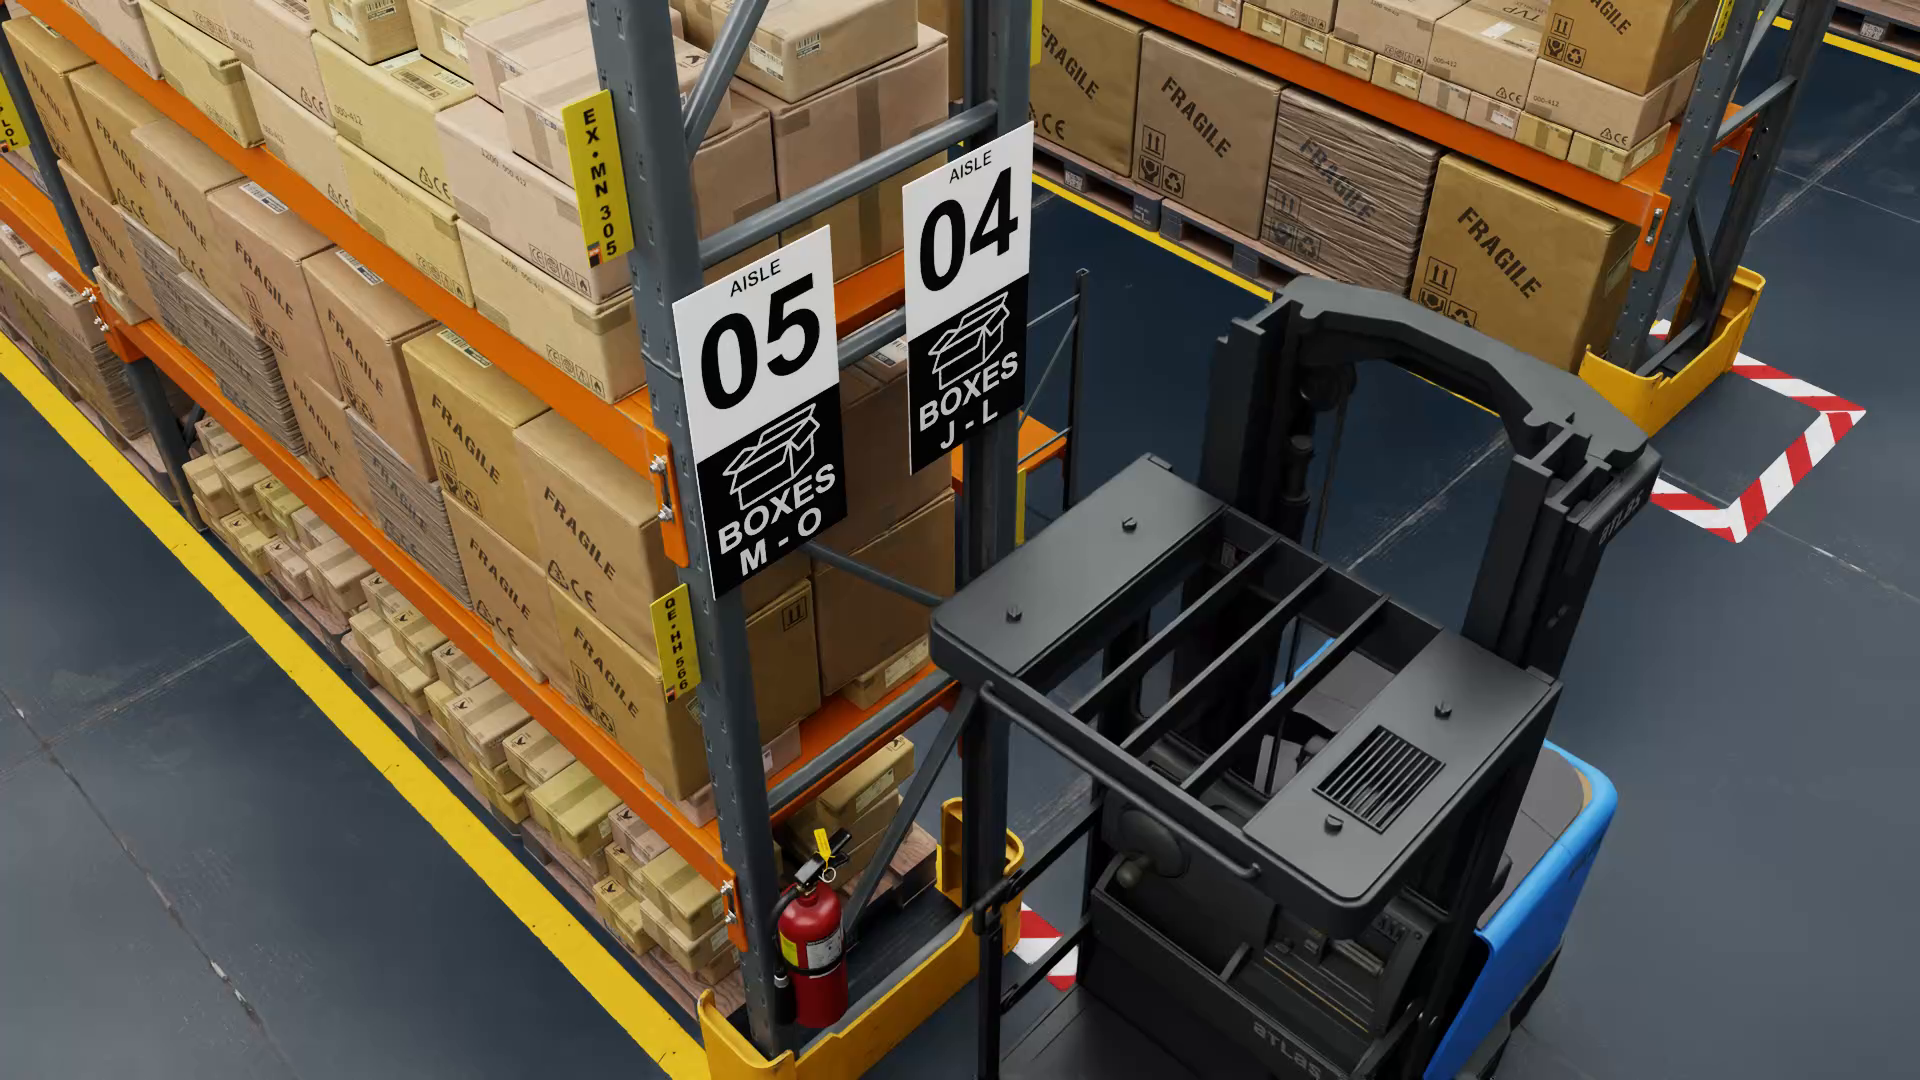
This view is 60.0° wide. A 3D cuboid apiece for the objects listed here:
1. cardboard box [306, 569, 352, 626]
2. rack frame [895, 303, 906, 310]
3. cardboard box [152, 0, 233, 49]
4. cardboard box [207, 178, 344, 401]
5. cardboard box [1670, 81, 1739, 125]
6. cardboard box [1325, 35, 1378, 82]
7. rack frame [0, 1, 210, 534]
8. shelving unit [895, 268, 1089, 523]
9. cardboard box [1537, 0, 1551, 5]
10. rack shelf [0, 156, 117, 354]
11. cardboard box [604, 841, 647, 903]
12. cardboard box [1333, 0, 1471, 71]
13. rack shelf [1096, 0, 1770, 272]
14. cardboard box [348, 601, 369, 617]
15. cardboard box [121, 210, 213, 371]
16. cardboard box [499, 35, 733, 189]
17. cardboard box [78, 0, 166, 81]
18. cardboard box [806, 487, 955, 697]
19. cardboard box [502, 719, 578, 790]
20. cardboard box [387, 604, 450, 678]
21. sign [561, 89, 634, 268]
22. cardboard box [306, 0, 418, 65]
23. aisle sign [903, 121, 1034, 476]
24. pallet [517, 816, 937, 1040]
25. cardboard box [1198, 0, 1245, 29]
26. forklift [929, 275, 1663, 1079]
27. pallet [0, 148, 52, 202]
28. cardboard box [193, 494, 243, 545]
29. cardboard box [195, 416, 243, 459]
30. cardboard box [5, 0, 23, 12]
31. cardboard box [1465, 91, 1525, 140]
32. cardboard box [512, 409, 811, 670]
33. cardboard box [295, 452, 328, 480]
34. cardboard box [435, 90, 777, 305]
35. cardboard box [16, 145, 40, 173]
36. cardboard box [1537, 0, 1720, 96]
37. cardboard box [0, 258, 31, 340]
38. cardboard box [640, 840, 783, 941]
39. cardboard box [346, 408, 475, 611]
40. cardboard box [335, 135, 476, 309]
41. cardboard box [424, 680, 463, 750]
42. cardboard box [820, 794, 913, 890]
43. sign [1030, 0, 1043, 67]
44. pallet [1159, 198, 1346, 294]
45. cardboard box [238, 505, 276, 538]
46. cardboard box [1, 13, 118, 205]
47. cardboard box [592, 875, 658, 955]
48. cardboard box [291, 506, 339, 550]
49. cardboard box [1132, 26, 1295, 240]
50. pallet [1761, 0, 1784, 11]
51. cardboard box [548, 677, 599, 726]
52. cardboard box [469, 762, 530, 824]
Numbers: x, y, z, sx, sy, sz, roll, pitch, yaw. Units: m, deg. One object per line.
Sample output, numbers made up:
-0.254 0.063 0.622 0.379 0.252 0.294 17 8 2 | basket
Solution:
-2.423 0.145 6.791 0.250 0.149 0.380 33 52 31 | cardboard box
-0.419 -0.836 7.167 0.500 1.500 0.032 -34 53 -31 | rack frame
-1.818 -1.545 4.361 0.500 0.250 0.500 32 51 30 | cardboard box
-1.849 -0.830 5.026 0.500 0.500 0.500 32 52 30 | cardboard box
3.324 -2.040 7.550 0.380 0.149 0.250 -33 52 -31 | cardboard box
1.950 -2.339 7.873 0.380 0.149 0.250 -34 52 -31 | cardboard box
-3.067 -1.397 6.669 1.000 3.000 0.127 -34 53 -31 | rack frame
-0.054 -0.587 6.898 0.587 1.500 1.083 -34 53 -31 | shelving unit
2.821 -2.464 7.715 0.500 0.250 0.500 34 52 31 | cardboard box
-4.480 -2.094 7.953 1.077 0.370 4.000 -34 53 -31 | rack shelf
-0.964 1.040 5.603 0.250 0.149 0.380 33 52 31 | cardboard box
2.093 -2.452 7.702 0.500 0.250 0.500 32 52 30 | cardboard box
1.928 -2.500 8.393 1.077 0.370 4.000 -34 53 -31 | rack shelf
-2.232 0.167 6.548 0.380 0.149 0.250 -32 51 -30 | cardboard box
-2.541 -0.950 5.892 0.500 0.500 0.500 -34 53 -31 | cardboard box
-0.685 -0.870 3.337 0.250 0.149 0.380 34 52 31 | cardboard box
-2.213 -1.599 4.787 0.500 0.250 0.500 -32 51 -30 | cardboard box
-0.364 0.031 4.831 0.500 0.500 0.500 -32 51 -30 | cardboard box
-1.343 0.700 5.753 0.250 0.149 0.380 32 52 30 | cardboard box
-1.885 0.305 6.180 0.380 0.149 0.250 -34 52 -31 | cardboard box
-0.650 -0.645 2.993 0.100 0.325 0.005 -34 53 -31 | sign
-1.235 -1.234 3.731 0.380 0.149 0.250 -33 52 -31 | cardboard box
0.021 -0.538 3.824 0.394 0.787 0.004 -34 53 -31 | aisle sign
-0.845 1.105 6.016 1.003 0.211 1.213 -34 53 -31 | pallet
1.405 -2.709 8.274 0.380 0.149 0.250 -33 52 -31 | cardboard box
0.625 0.946 4.184 1.130 2.935 3.031 33 52 30 | forklift
-3.504 -1.763 7.207 1.003 0.211 1.213 -34 53 -31 | pallet
-3.038 -0.175 7.138 0.250 0.149 0.380 32 51 30 | cardboard box
-2.971 -0.458 7.005 0.380 0.149 0.250 -32 51 -30 | cardboard box
-4.046 -2.157 6.928 0.250 0.149 0.380 34 53 31 | cardboard box
2.494 -1.970 7.475 0.380 0.149 0.250 -34 52 -31 | cardboard box
-0.742 -0.089 4.224 0.500 0.500 0.500 33 52 31 | cardboard box
-2.135 -0.402 5.778 0.380 0.149 0.250 -32 51 -30 | cardboard box
-0.748 -0.804 3.560 0.500 0.250 0.500 33 52 30 | cardboard box
-3.672 -1.679 6.850 0.380 0.149 0.250 -34 52 -31 | cardboard box
2.810 -2.241 6.921 0.500 0.500 0.500 -33 52 -31 | cardboard box
-4.490 -1.363 8.165 0.500 0.500 0.500 33 52 31 | cardboard box
-0.796 1.067 5.356 0.380 0.149 0.250 -33 52 -31 | cardboard box
-1.467 -0.202 5.083 0.500 0.500 0.500 -34 52 -31 | cardboard box
-1.117 -0.855 3.983 0.500 0.250 0.500 -34 52 -31 | cardboard box
-1.728 0.568 6.114 0.380 0.149 0.250 -31 51 -29 | cardboard box
-0.386 1.013 5.852 0.380 0.149 0.250 -33 52 -31 | cardboard box
0.142 -1.158 3.556 0.100 0.325 0.005 -34 53 -31 | sign
1.863 -1.712 9.065 1.003 0.211 1.213 -34 53 -31 | pallet
-2.796 -0.207 6.953 0.380 0.149 0.250 -34 52 -31 | cardboard box
-2.921 -1.577 5.834 0.500 0.500 0.500 -33 52 -30 | cardboard box
-1.015 1.190 5.661 0.380 0.149 0.250 -32 52 -30 | cardboard box
-2.404 -0.085 6.602 0.250 0.149 0.380 33 52 30 | cardboard box
1.561 -2.311 8.915 0.875 0.875 0.875 -34 53 -31 | cardboard box
5.435 -4.154 11.707 1.003 0.211 1.213 -34 53 -31 | pallet
-1.010 0.345 4.968 0.250 0.149 0.380 34 52 31 | cardboard box
-1.549 0.817 6.064 0.250 0.149 0.380 32 51 30 | cardboard box
